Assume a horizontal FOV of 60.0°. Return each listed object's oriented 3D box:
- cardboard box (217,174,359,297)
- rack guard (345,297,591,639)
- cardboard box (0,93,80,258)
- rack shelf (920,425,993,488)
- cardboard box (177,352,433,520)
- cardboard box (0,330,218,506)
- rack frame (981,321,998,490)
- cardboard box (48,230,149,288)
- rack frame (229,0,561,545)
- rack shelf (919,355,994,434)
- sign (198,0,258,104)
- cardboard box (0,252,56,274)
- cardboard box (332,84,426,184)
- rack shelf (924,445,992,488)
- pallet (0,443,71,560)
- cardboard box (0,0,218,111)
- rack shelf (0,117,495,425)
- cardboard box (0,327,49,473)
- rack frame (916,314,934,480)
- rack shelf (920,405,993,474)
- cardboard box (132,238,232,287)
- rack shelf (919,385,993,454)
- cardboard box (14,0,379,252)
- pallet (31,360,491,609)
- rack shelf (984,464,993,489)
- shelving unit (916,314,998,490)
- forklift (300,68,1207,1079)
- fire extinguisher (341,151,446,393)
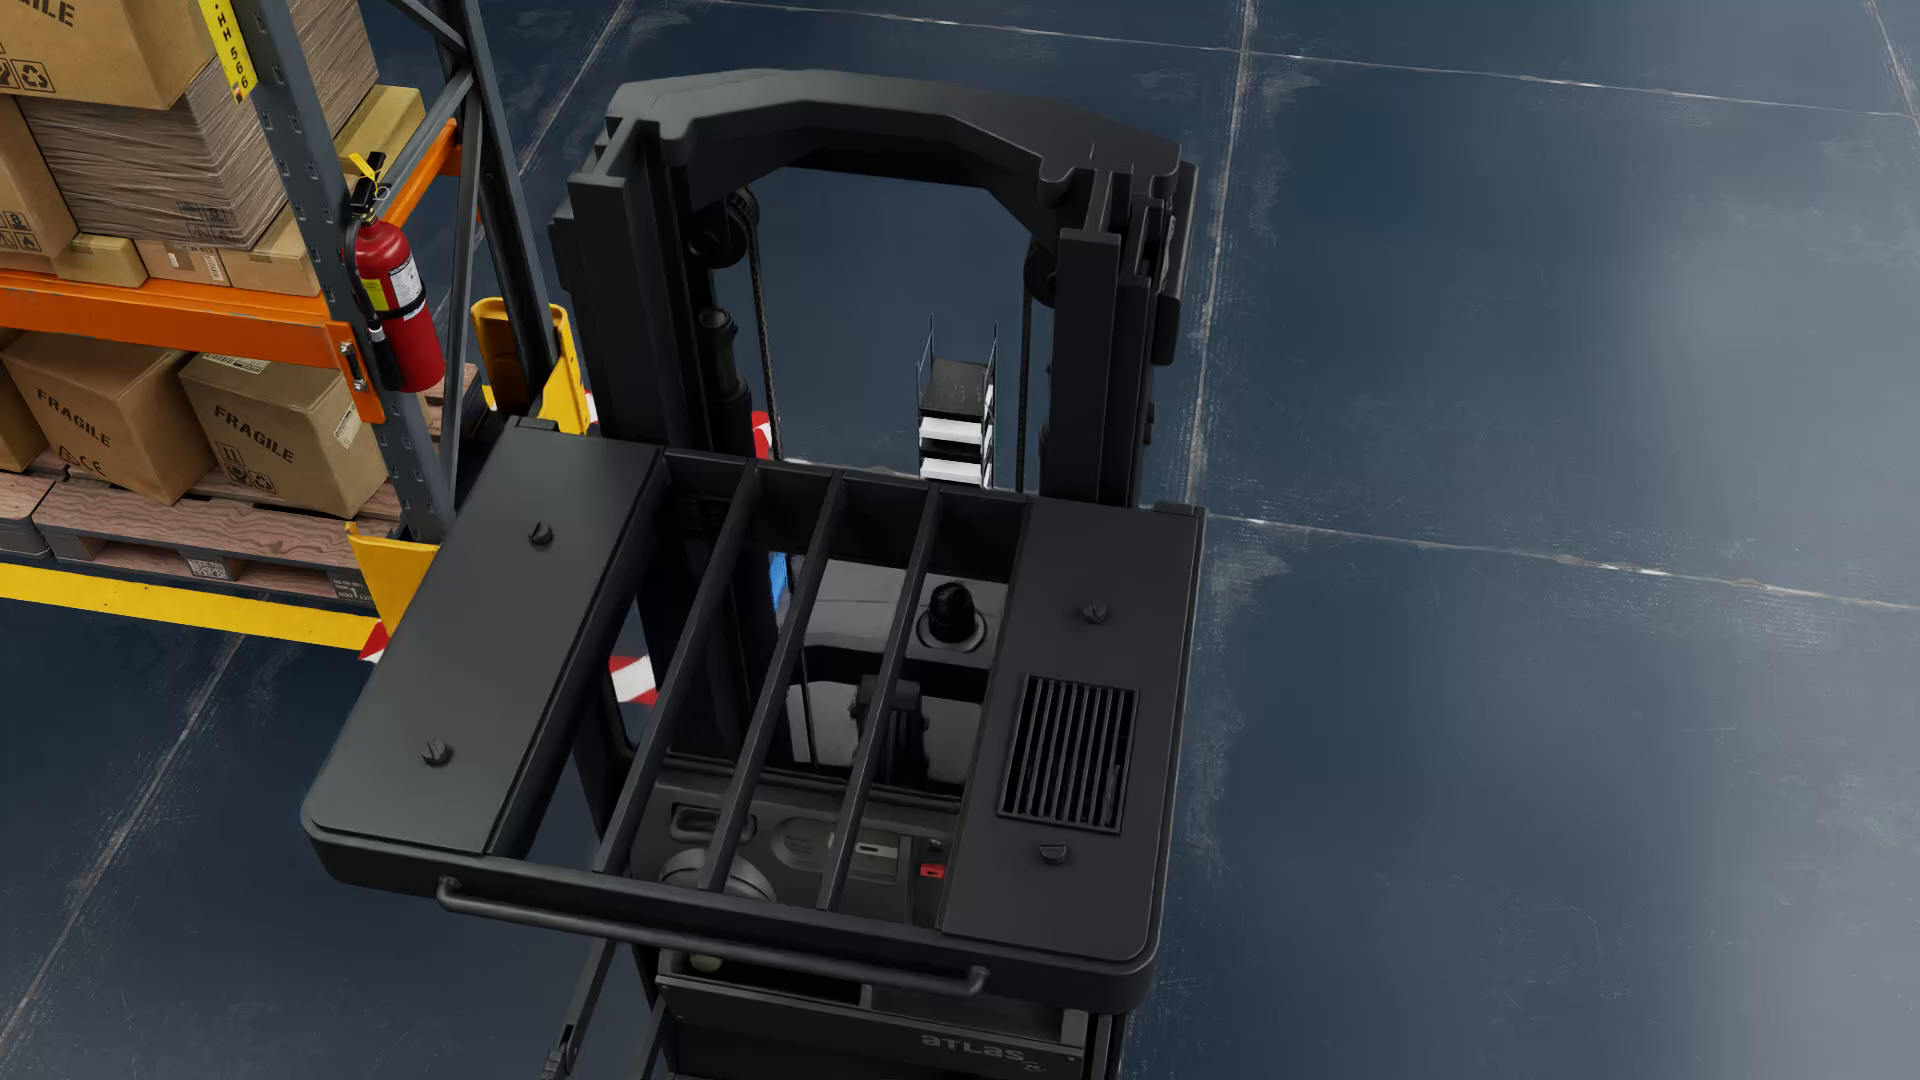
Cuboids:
[{"bbox_3d":[-1.871,-0.871,4.685,0.250,0.149,0.380,8,49,7],"label":"cardboard box"},{"bbox_3d":[-1.628,-0.243,5.633,0.348,0.500,1.175,8,49,7],"label":"rack guard"},{"bbox_3d":[-2.603,-1.273,4.610,0.500,0.500,0.875,8,49,7],"label":"cardboard box"},{"bbox_3d":[-0.008,-0.280,5.441,0.200,0.077,0.258,8,49,7],"label":"rack shelf"},{"bbox_3d":[-2.165,-0.469,5.553,0.500,0.500,0.500,16,50,14],"label":"cardboard box"},{"bbox_3d":[-2.759,-0.523,5.601,0.500,0.500,0.500,19,51,17],"label":"cardboard box"},{"bbox_3d":[0.092,-0.288,5.404,0.006,0.900,0.240,8,49,7],"label":"rack frame"},{"bbox_3d":[-2.372,-0.900,4.711,0.250,0.149,0.380,8,49,7],"label":"cardboard box"},{"bbox_3d":[-1.553,-1.069,4.694,0.127,3.000,1.000,8,49,7],"label":"rack frame"},{"bbox_3d":[-0.008,-0.460,5.240,0.200,0.077,0.258,8,49,7],"label":"rack shelf"},{"bbox_3d":[-1.672,-1.158,3.783,0.005,0.325,0.100,8,49,7],"label":"sign"},{"bbox_3d":[-2.615,-0.945,4.751,0.250,0.149,0.380,8,49,7],"label":"cardboard box"},{"bbox_3d":[-1.791,-1.197,4.978,0.250,0.149,0.380,8,49,7],"label":"cardboard box"},{"bbox_3d":[-0.008,-0.219,5.508,0.200,0.077,0.258,8,49,7],"label":"rack shelf"},{"bbox_3d":[-3.618,-0.443,6.006,1.213,0.211,1.003,8,49,7],"label":"pallet"},{"bbox_3d":[-2.139,-1.428,4.077,0.500,0.500,0.500,8,49,7],"label":"cardboard box"},{"bbox_3d":[-3.522,-1.093,5.199,4.000,0.370,1.077,8,49,7],"label":"rack shelf"},{"bbox_3d":[-3.372,-0.619,5.688,0.500,0.500,0.500,12,49,10],"label":"cardboard box"},{"bbox_3d":[-0.108,-0.315,5.428,0.006,0.900,0.240,8,49,7],"label":"rack frame"},{"bbox_3d":[-0.008,-0.340,5.374,0.200,0.077,0.258,8,49,7],"label":"rack shelf"},{"bbox_3d":[-2.117,-0.905,4.715,0.250,0.149,0.380,8,49,7],"label":"cardboard box"},{"bbox_3d":[-0.008,-0.400,5.307,0.200,0.077,0.258,8,49,7],"label":"rack shelf"},{"bbox_3d":[-2.090,-1.295,4.629,0.500,0.500,0.875,8,49,7],"label":"cardboard box"},{"bbox_3d":[-2.421,-0.280,5.860,1.213,0.211,1.003,8,49,7],"label":"pallet"},{"bbox_3d":[-0.008,-0.159,5.575,0.200,0.077,0.258,8,49,7],"label":"rack shelf"},{"bbox_3d":[-0.008,-0.302,5.416,0.210,0.900,0.258,8,49,7],"label":"shelving unit"},{"bbox_3d":[-0.223,0.789,3.071,1.130,2.935,3.031,8,49,7],"label":"forklift"},{"bbox_3d":[-1.523,-0.691,4.406,0.183,0.674,0.296,8,49,7],"label":"fire extinguisher"}]
